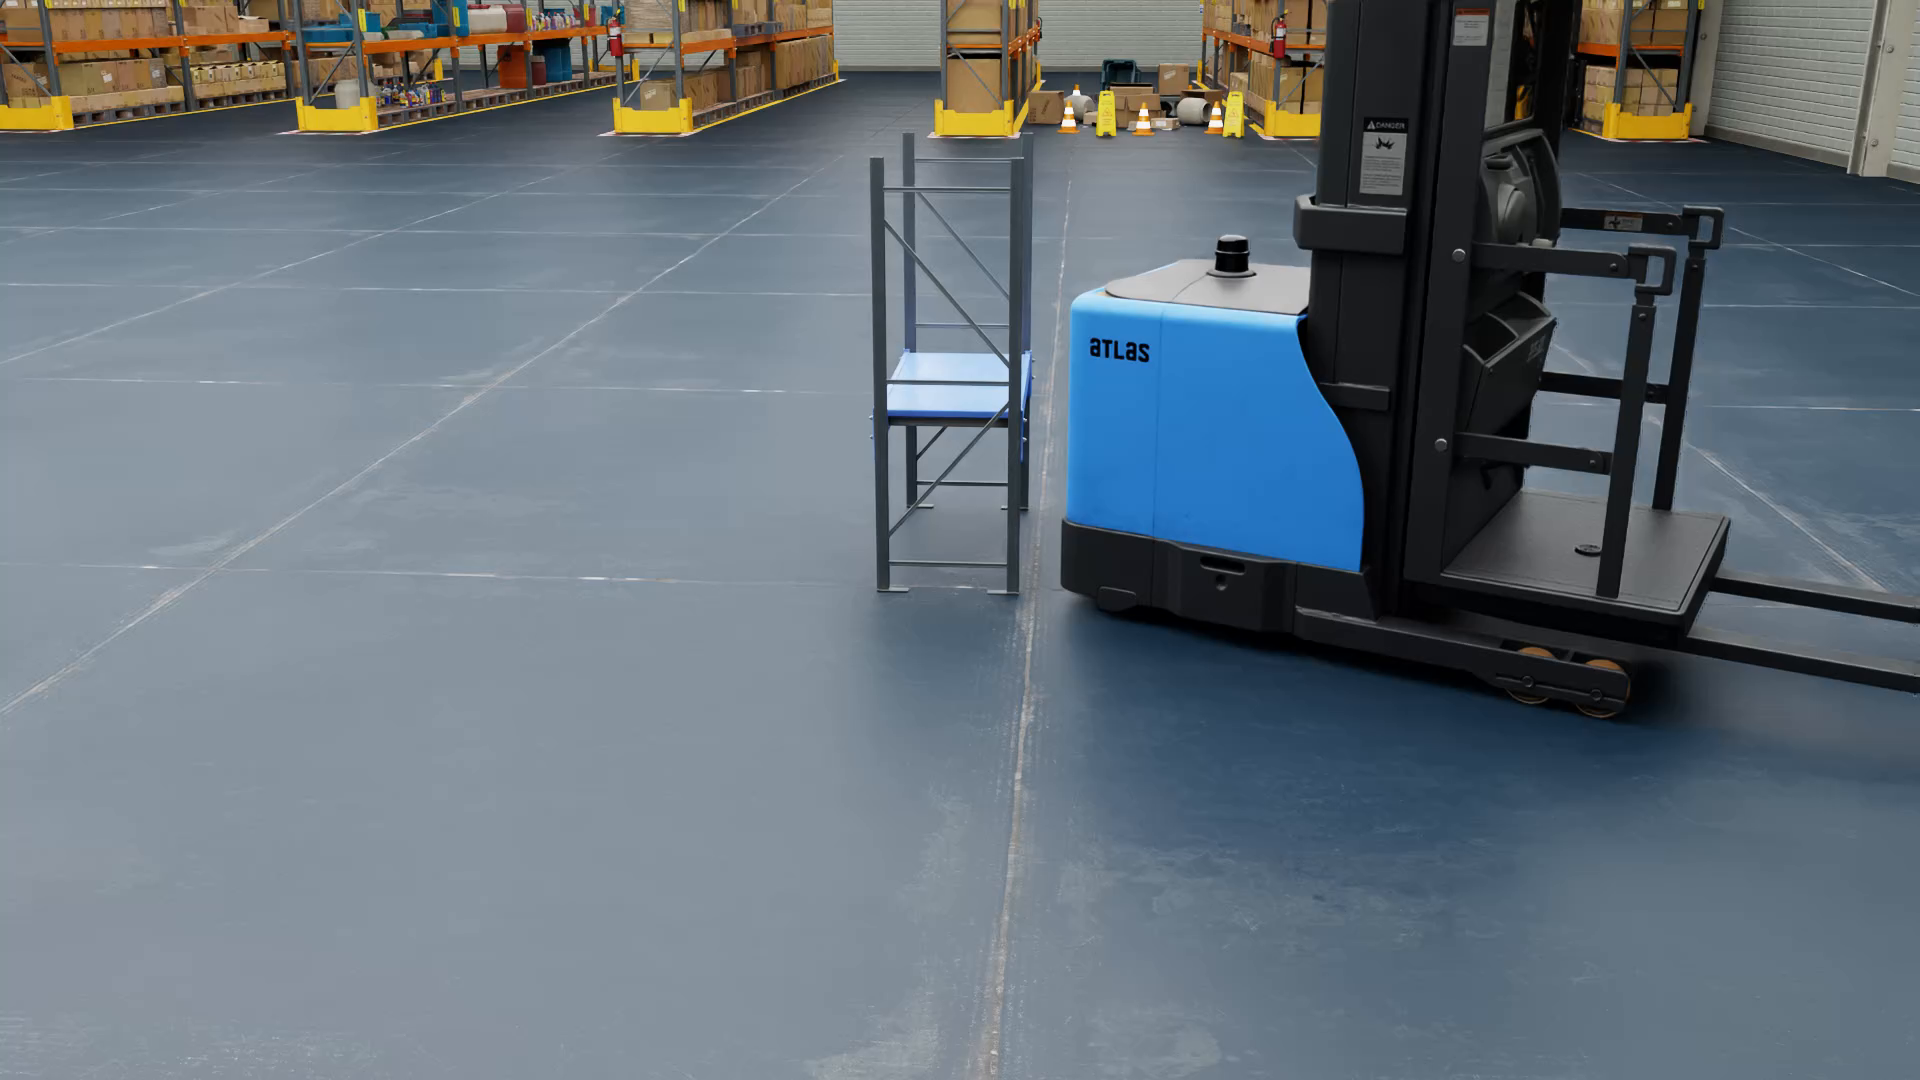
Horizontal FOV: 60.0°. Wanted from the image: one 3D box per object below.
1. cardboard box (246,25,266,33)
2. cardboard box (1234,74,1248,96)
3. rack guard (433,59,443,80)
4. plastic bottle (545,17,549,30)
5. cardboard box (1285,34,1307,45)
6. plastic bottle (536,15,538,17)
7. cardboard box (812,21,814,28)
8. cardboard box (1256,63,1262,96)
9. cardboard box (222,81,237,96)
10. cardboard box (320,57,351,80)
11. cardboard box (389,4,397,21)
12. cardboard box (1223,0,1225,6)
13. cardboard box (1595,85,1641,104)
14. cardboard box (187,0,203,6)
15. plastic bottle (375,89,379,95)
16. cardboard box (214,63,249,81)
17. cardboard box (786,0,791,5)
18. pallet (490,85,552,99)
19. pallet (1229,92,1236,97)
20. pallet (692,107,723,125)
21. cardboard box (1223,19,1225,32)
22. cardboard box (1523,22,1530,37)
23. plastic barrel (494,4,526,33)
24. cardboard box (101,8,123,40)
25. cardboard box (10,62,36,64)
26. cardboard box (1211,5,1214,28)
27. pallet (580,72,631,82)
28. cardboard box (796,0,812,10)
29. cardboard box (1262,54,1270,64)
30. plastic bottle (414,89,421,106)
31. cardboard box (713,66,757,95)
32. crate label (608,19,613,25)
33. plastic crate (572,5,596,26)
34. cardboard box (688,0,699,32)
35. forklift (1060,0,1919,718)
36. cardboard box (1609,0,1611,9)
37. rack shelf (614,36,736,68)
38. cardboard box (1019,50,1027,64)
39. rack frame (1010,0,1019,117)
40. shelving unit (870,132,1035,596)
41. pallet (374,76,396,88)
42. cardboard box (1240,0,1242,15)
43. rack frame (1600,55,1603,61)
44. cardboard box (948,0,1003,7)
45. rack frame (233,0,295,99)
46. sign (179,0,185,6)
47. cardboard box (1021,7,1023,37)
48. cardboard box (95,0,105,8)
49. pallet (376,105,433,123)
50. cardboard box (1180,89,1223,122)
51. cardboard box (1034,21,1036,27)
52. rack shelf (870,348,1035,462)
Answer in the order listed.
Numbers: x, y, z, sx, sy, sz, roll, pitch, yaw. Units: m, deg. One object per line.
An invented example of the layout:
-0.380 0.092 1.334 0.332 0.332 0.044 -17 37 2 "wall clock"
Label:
-13.820 -10.003 32.538 0.380 0.149 0.250 1 18 4 "cardboard box"
5.638 -8.511 31.125 0.950 0.372 0.625 1 18 3 "cardboard box"
-13.463 -11.681 41.270 1.175 0.500 0.348 1 18 4 "rack guard"
-8.619 -10.757 34.640 0.097 0.271 0.097 0 18 0 "plastic bottle"
4.974 -7.482 24.842 0.380 0.149 0.250 2 18 6 "cardboard box"
-9.266 -11.338 36.394 0.061 0.283 0.133 1 18 4 "plastic bottle"
-3.474 -11.557 37.278 0.380 0.149 0.250 2 18 6 "cardboard box"
5.070 -7.467 26.931 0.500 0.500 0.500 2 18 7 "cardboard box"
-13.970 -8.498 31.282 0.500 0.250 0.500 1 18 2 "cardboard box"
-13.574 -10.203 36.051 0.500 0.500 0.500 2 18 5 "cardboard box"
-13.365 -12.165 38.570 0.500 0.500 0.500 1 18 4 "cardboard box"
5.624 -11.124 33.789 0.500 0.500 0.500 1 18 3 "cardboard box"
9.834 -6.659 24.867 0.500 0.250 0.500 1 18 3 "cardboard box"
-18.530 -12.523 39.343 0.980 0.700 0.700 0 18 1 "cardboard box"
-9.907 -7.515 28.087 0.144 0.351 0.185 2 18 6 "plastic bottle"
-13.931 -8.926 31.686 0.500 0.311 0.500 2 18 5 "cardboard box"
-3.962 -11.541 35.055 0.797 0.503 0.637 1 18 5 "cardboard box"
-9.076 -9.217 34.213 1.003 0.211 1.213 1 18 4 "pallet"
5.676 -8.397 31.710 1.003 0.211 1.213 1 18 4 "pallet"
-4.535 -7.029 27.536 1.003 0.211 1.213 1 18 4 "pallet"
5.584 -10.371 33.498 0.500 0.250 0.500 1 18 3 "cardboard box"
10.270 -9.014 29.355 0.500 0.250 0.500 1 18 4 "cardboard box"
-8.822 -10.210 32.547 0.600 0.536 0.708 1 18 4 "plastic barrel"
-14.450 -8.597 27.681 0.700 0.500 0.500 2 18 6 "cardboard box"
-18.972 -9.314 33.339 0.700 0.500 0.500 2 18 5 "cardboard box"
5.830 -11.564 36.737 0.500 0.500 0.500 1 18 3 "cardboard box"
-8.615 -11.201 40.267 1.003 0.211 1.213 1 18 4 "pallet"
-3.575 -11.998 36.780 0.500 0.500 0.500 1 18 4 "cardboard box"
4.959 -7.568 26.196 0.380 0.149 0.250 2 18 6 "cardboard box"
-9.177 -7.481 28.112 0.097 0.271 0.097 0 18 0 "plastic bottle"
-4.240 -8.650 31.311 0.700 0.500 0.500 3 18 9 "cardboard box"
-8.426 -12.250 39.319 0.396 0.136 0.243 1 18 4 "crate label"
-8.490 -11.869 37.630 0.402 0.464 0.583 1 18 4 "plastic crate"
-4.662 -8.373 26.519 0.875 0.500 0.500 1 18 4 "cardboard box"
1.878 -1.064 4.962 3.031 2.935 1.130 10 21 29 "forklift"
9.925 -7.999 24.816 0.380 0.149 0.250 2 18 5 "cardboard box"
-4.581 -7.981 27.116 1.077 0.370 4.000 1 18 4 "rack shelf"
1.080 -9.621 33.102 0.500 0.250 0.500 0 18 1 "cardboard box"
0.502 -8.801 28.466 1.000 3.000 0.127 1 18 4 "rack frame"
-0.006 -0.686 6.109 0.538 1.500 1.048 1 18 4 "shelving unit"
-13.694 -10.539 38.246 1.003 0.211 1.213 1 18 4 "pallet"
5.409 -9.891 30.480 0.500 0.500 0.500 2 18 5 "cardboard box"
10.398 -8.613 27.890 1.000 3.000 0.127 1 18 4 "rack frame"
0.281 -8.258 24.833 0.875 0.550 0.550 1 18 4 "cardboard box"
-14.031 -10.408 33.370 1.000 3.000 0.127 1 18 4 "rack frame"
-13.764 -9.603 29.395 0.100 0.325 0.005 1 18 4 "sign"
0.844 -9.163 29.410 0.500 0.500 0.500 1 18 4 "cardboard box"
-14.272 -8.796 27.249 0.380 0.149 0.250 1 18 3 "cardboard box"
-9.552 -7.141 27.879 1.003 0.211 1.213 1 18 4 "pallet"
4.013 -7.233 27.691 0.500 0.500 0.500 17 25 41 "cardboard box"
1.568 -12.067 38.836 0.380 0.149 0.250 2 18 5 "cardboard box"
-0.006 -0.515 6.165 0.538 0.185 1.000 1 18 4 "rack shelf"
